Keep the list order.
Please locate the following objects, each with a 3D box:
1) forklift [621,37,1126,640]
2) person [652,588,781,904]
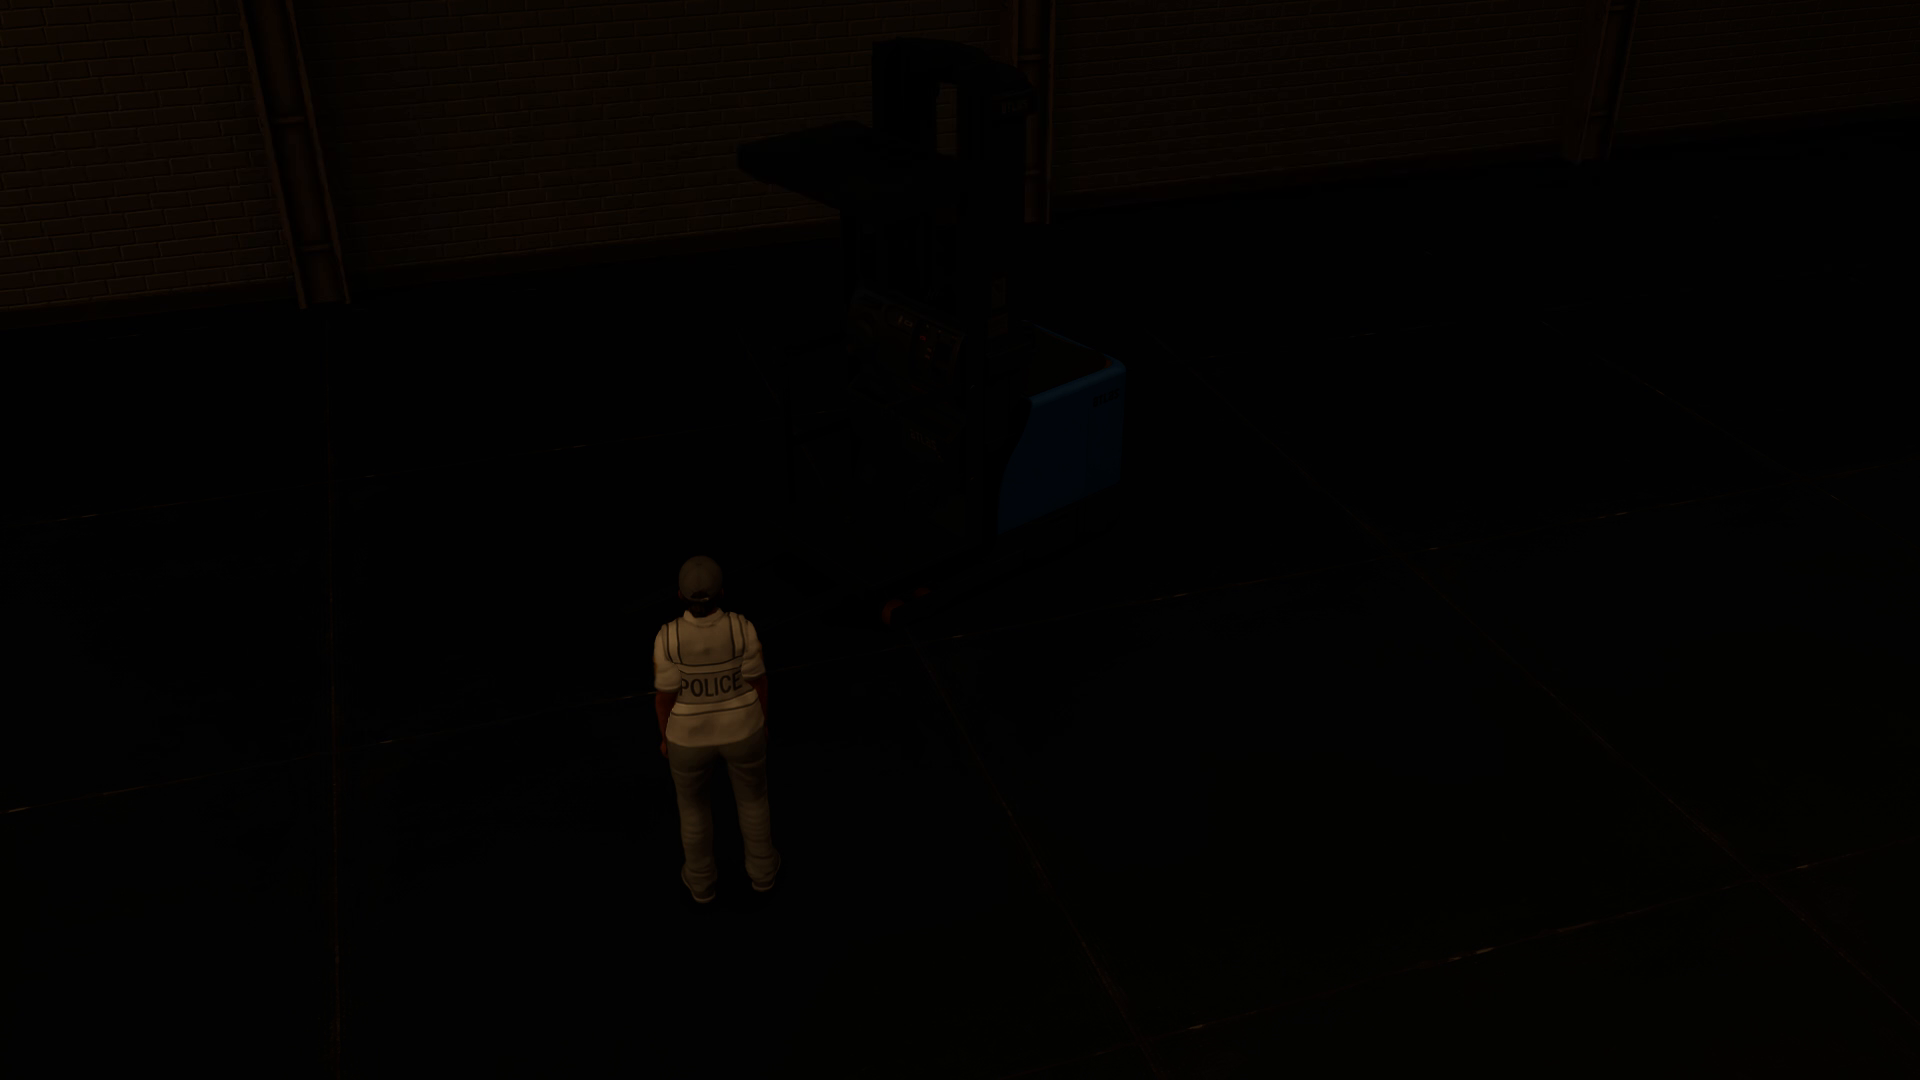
[{"bbox_3d":[-0.461,-1.072,8.951,3.031,2.935,1.130,-23,37,-34],"label":"forklift"},{"bbox_3d":[-1.025,0.888,7.034,0.482,1.452,0.389,-7,31,-12],"label":"person"}]
